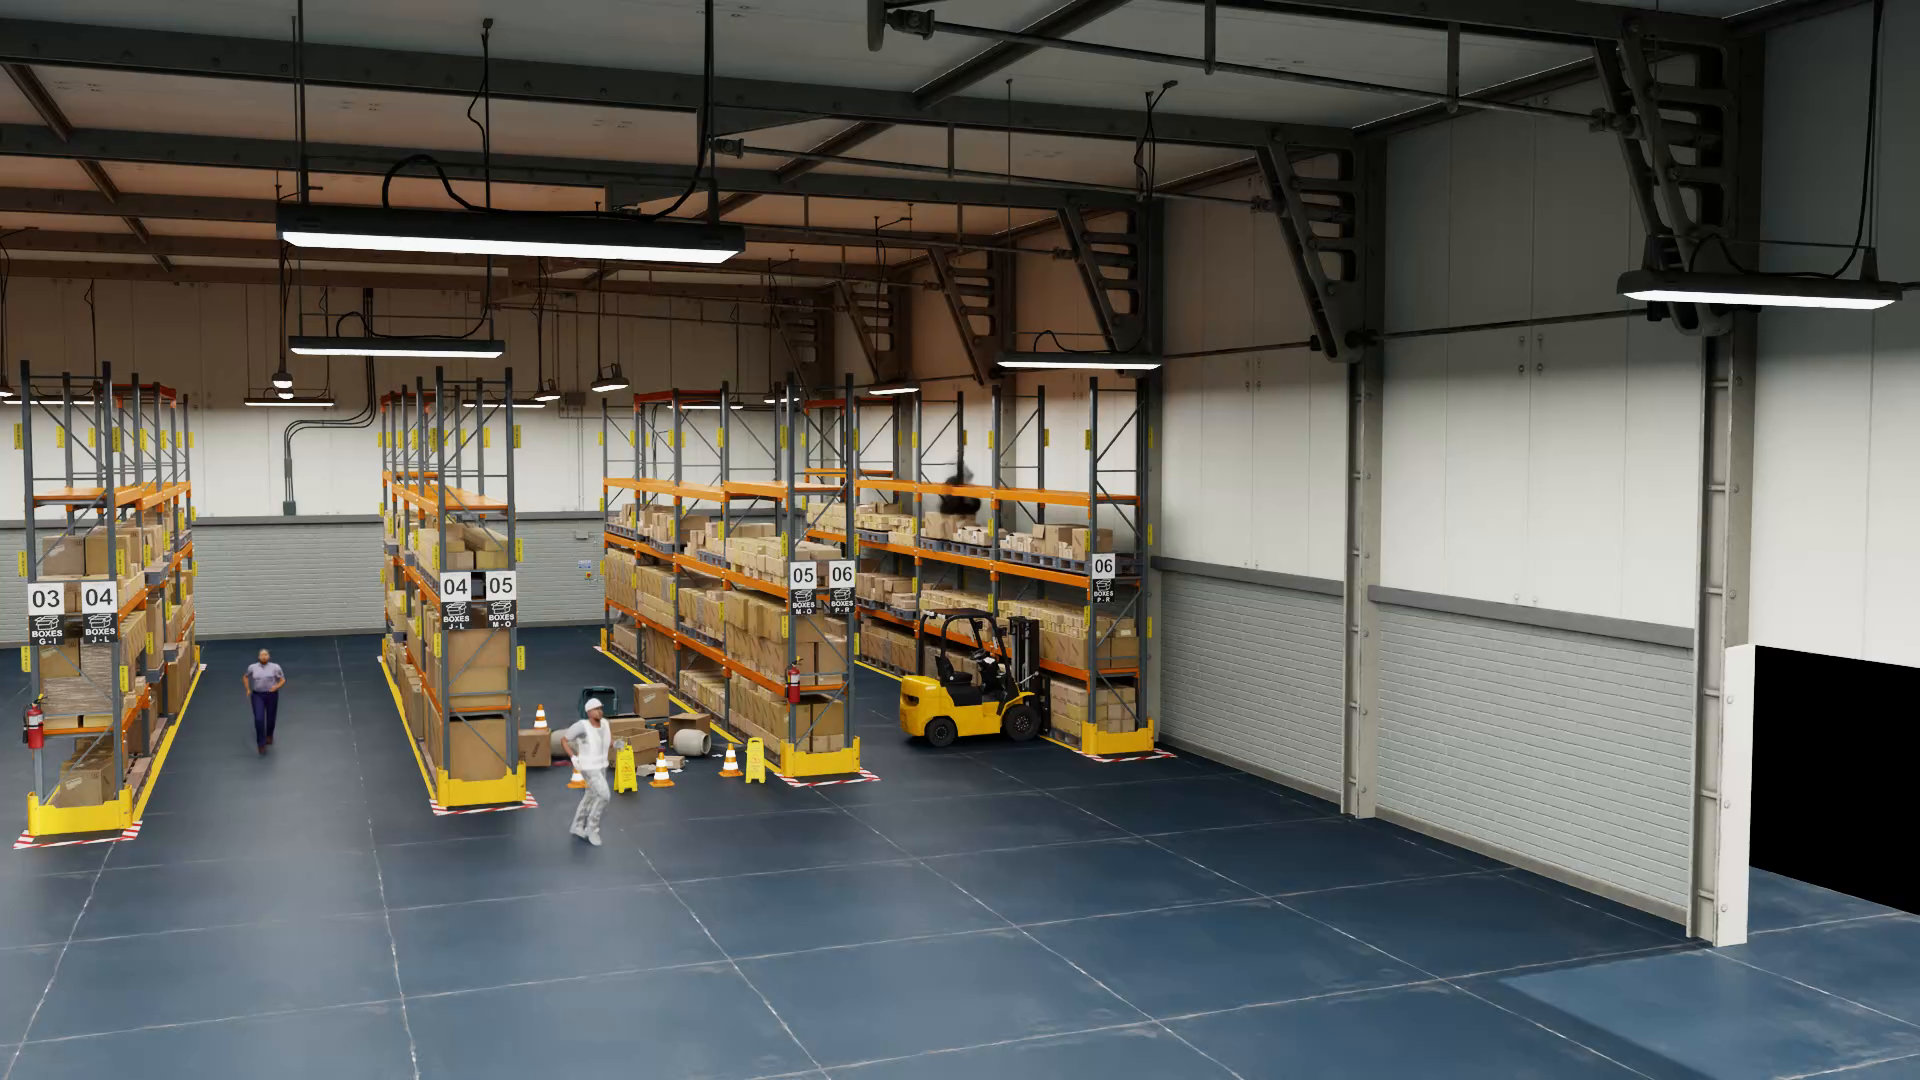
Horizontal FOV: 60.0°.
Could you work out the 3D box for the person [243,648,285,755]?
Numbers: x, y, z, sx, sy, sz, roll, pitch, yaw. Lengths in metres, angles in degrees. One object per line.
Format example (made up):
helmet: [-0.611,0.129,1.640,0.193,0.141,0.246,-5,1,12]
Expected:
person: [-11.205,2.571,26.792,0.616,1.670,0.868,-2,4,-26]

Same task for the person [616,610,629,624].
person: [-8.275,1.753,41.039,0.483,1.605,0.694,1,3,9]

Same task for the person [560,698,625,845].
person: [-4.544,2.882,20.737,0.743,1.830,0.645,1,4,23]
